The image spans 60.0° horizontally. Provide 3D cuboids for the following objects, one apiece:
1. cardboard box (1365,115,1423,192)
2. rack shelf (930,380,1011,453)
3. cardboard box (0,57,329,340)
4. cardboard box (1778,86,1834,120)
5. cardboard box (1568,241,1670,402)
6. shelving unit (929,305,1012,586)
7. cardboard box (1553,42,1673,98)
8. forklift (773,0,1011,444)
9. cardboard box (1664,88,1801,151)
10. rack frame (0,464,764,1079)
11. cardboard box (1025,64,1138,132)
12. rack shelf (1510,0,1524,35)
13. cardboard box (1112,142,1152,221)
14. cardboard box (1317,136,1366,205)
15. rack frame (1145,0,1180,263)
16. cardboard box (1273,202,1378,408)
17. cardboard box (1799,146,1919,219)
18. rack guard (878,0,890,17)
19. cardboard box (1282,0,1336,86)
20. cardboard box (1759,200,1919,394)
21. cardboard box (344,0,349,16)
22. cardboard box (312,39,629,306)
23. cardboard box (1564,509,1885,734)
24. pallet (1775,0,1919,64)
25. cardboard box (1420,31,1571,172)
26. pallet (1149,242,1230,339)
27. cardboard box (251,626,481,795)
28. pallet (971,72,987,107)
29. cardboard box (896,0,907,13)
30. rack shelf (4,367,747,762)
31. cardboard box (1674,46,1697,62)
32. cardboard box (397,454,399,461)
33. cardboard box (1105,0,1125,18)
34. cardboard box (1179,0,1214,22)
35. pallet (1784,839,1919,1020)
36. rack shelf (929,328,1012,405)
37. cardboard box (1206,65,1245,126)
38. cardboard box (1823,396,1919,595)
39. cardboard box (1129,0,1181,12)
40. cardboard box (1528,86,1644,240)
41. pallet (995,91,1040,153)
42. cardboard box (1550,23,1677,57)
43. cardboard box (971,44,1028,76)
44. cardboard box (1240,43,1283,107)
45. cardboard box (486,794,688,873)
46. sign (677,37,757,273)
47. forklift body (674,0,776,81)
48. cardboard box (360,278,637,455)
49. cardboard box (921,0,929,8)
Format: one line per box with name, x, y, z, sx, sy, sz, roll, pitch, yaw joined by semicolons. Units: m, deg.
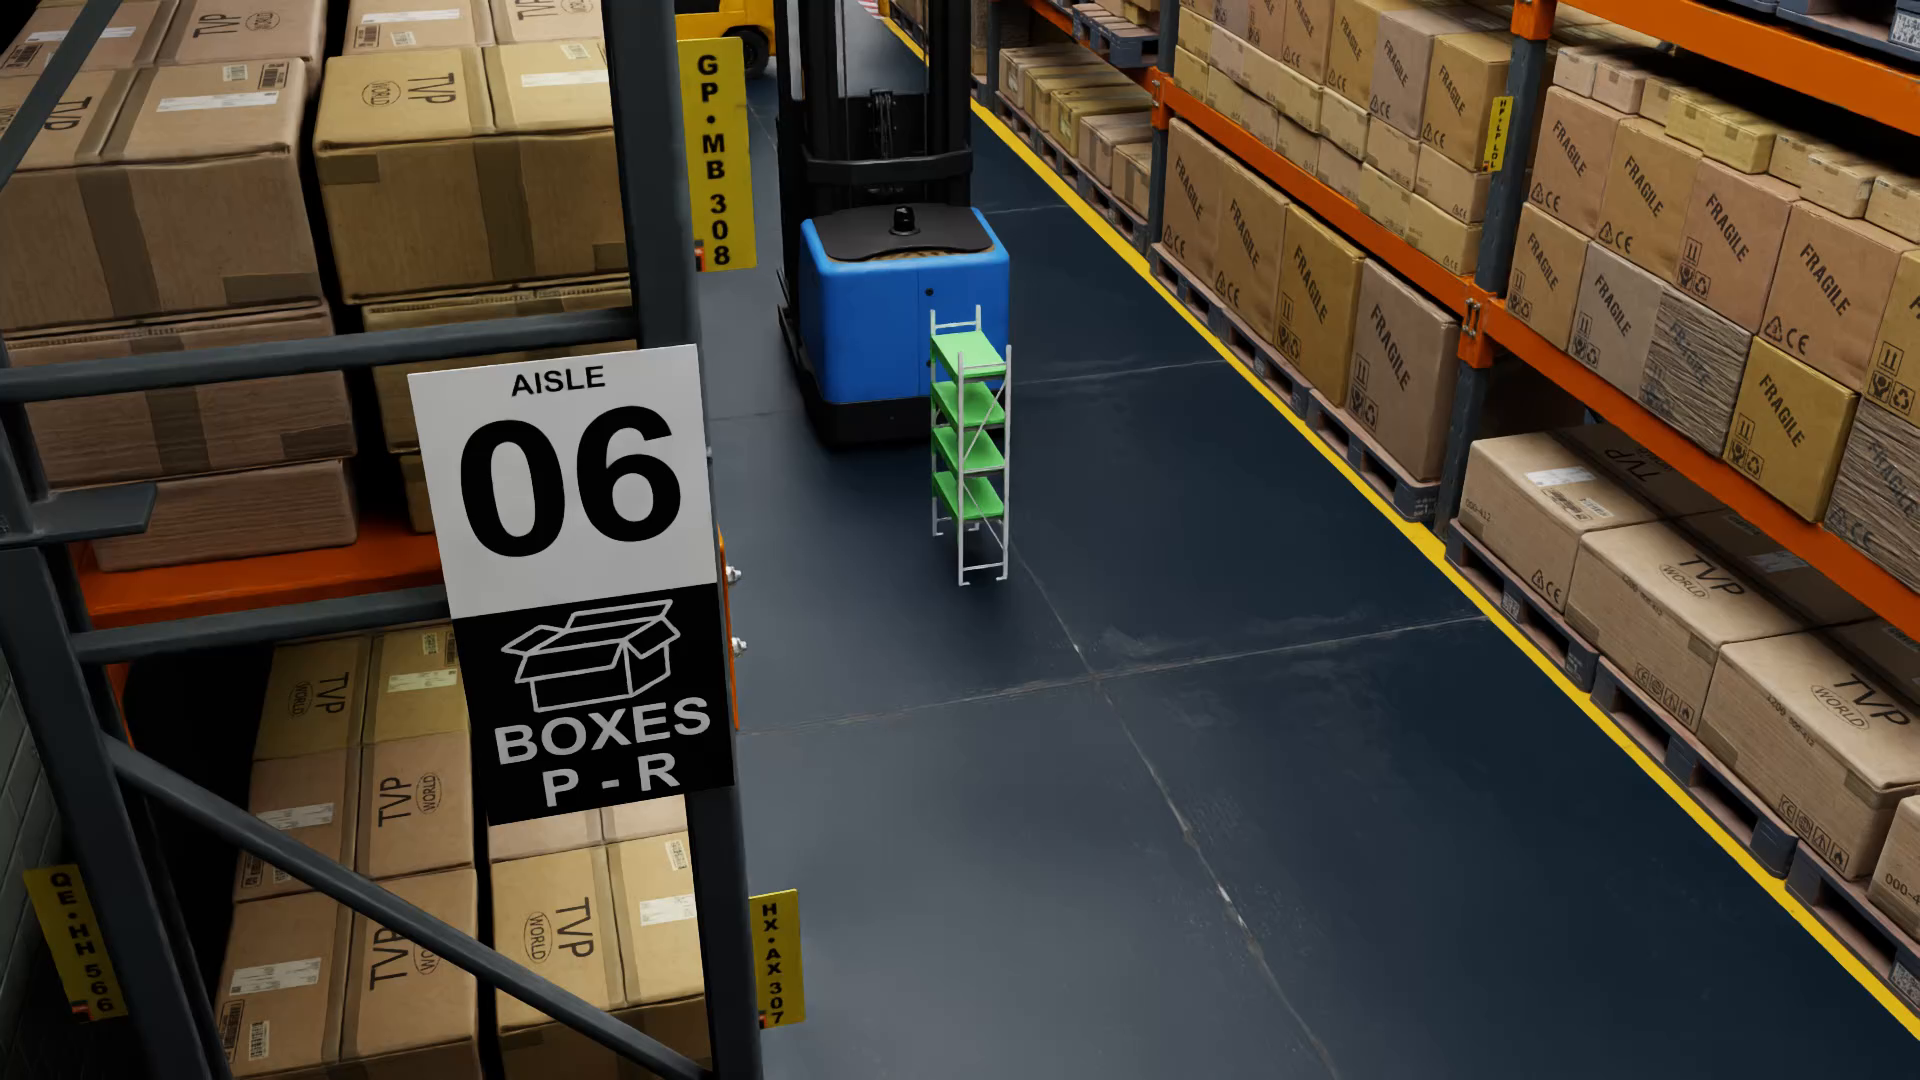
cardboard box;2.368;-1.945;8.267;0.500;0.250;0.500;-7;31;-12
rack shelf;0.044;-0.592;7.723;0.258;0.148;0.480;-8;31;-13
cardboard box;-1.251;-0.535;2.539;0.500;0.250;0.500;-9;31;-15
cardboard box;3.354;-1.640;6.343;0.380;0.149;0.250;-8;31;-14
cardboard box;2.861;-0.911;6.730;0.500;0.500;0.500;-8;31;-13
shelving unit;0.044;-0.439;7.811;0.258;1.200;0.503;-8;31;-13
cardboard box;2.693;-1.942;6.866;0.380;0.149;0.250;-8;31;-14
forklift;-0.532;-2.512;9.665;1.130;2.935;3.031;-6;31;-10
cardboard box;2.892;-1.575;6.231;0.380;0.149;0.250;-8;31;-14
rack frame;-0.864;1.221;3.146;1.000;3.000;0.127;-8;31;-13
cardboard box;1.072;-3.681;13.820;0.950;0.372;0.625;-6;31;-10
rack shelf;2.328;-3.325;8.725;1.077;0.370;4.000;-8;31;-13
cardboard box;1.657;-2.623;11.992;0.950;0.372;0.625;-10;32;-17
cardboard box;2.247;-1.983;8.832;0.500;0.250;0.500;-9;31;-15
rack frame;1.797;-3.305;10.965;1.000;3.000;0.127;-8;31;-13
cardboard box;2.370;-1.359;9.305;0.875;0.875;0.875;-7;31;-12
cardboard box;3.079;-1.204;5.591;0.380;0.149;0.250;-8;31;-13
rack guard;-0.306;-6.050;18.203;1.175;0.500;0.348;-8;31;-13
cardboard box;2.087;-2.775;8.953;0.500;0.500;0.500;-7;31;-12
cardboard box;3.137;-0.849;5.624;0.500;0.500;0.500;-8;31;-14
cardboard box;-1.642;-1.279;3.825;0.500;0.250;0.500;-8;31;-13
cardboard box;-0.739;-0.605;2.660;0.500;0.250;0.500;-8;31;-14
cardboard box;3.161;0.304;6.868;0.875;0.438;0.875;-9;31;-15
pallet;3.386;-1.648;5.197;1.003;0.211;1.213;-8;31;-13
cardboard box;2.499;-2.031;7.667;0.500;0.500;0.500;-7;31;-12
pallet;1.934;-1.707;10.988;1.003;0.211;1.213;-8;31;-13
cardboard box;-1.504;0.481;4.277;0.500;0.250;0.500;-7;31;-12
pallet;0.523;-4.349;15.553;1.003;0.211;1.213;-8;31;-13
cardboard box;-0.378;-5.734;17.487;0.500;0.250;0.500;-8;31;-14
rack shelf;-1.395;-0.732;4.244;1.077;0.370;4.000;-8;31;-13
cardboard box;3.248;-2.023;7.005;0.380;0.149;0.250;-8;31;-14
cardboard box;-0.819;-0.276;2.990;0.380;0.149;0.250;-7;31;-12
cardboard box;1.233;-3.740;11.549;0.380;0.149;0.250;-8;31;-14
cardboard box;1.693;-3.510;10.222;0.500;0.500;0.500;-9;31;-15
pallet;3.633;1.390;5.637;1.003;0.211;1.213;-8;31;-13
rack shelf;0.044;-0.799;7.603;0.258;0.148;0.480;-8;31;-13
cardboard box;1.838;-2.724;10.112;0.500;0.250;0.500;-9;31;-15
cardboard box;3.273;-0.173;5.455;0.500;0.500;0.500;-7;31;-12
cardboard box;1.409;-3.841;11.076;0.500;0.500;0.500;-9;31;-15
cardboard box;2.752;-1.586;6.899;0.500;0.500;0.500;-8;31;-13
pallet;0.944;-3.654;14.352;1.003;0.211;1.213;-8;31;-13
cardboard box;3.020;-2.099;7.785;0.500;0.500;0.500;-7;31;-13
cardboard box;0.320;-4.478;15.318;0.500;0.250;0.500;-6;31;-11
cardboard box;1.950;-2.686;9.547;0.500;0.250;0.500;-8;31;-13
cardboard box;-0.858;0.659;3.970;0.500;0.250;0.500;-8;31;-13
sign;-0.341;-0.528;2.300;0.100;0.325;0.005;-8;31;-13
forklift body;-2.848;-5.466;15.546;2.313;2.155;1.214;-8;31;-13
cardboard box;-0.718;-0.392;2.791;0.500;0.250;0.500;-8;31;-14
cardboard box;-0.103;-5.552;16.424;0.500;0.500;0.500;-7;31;-12
